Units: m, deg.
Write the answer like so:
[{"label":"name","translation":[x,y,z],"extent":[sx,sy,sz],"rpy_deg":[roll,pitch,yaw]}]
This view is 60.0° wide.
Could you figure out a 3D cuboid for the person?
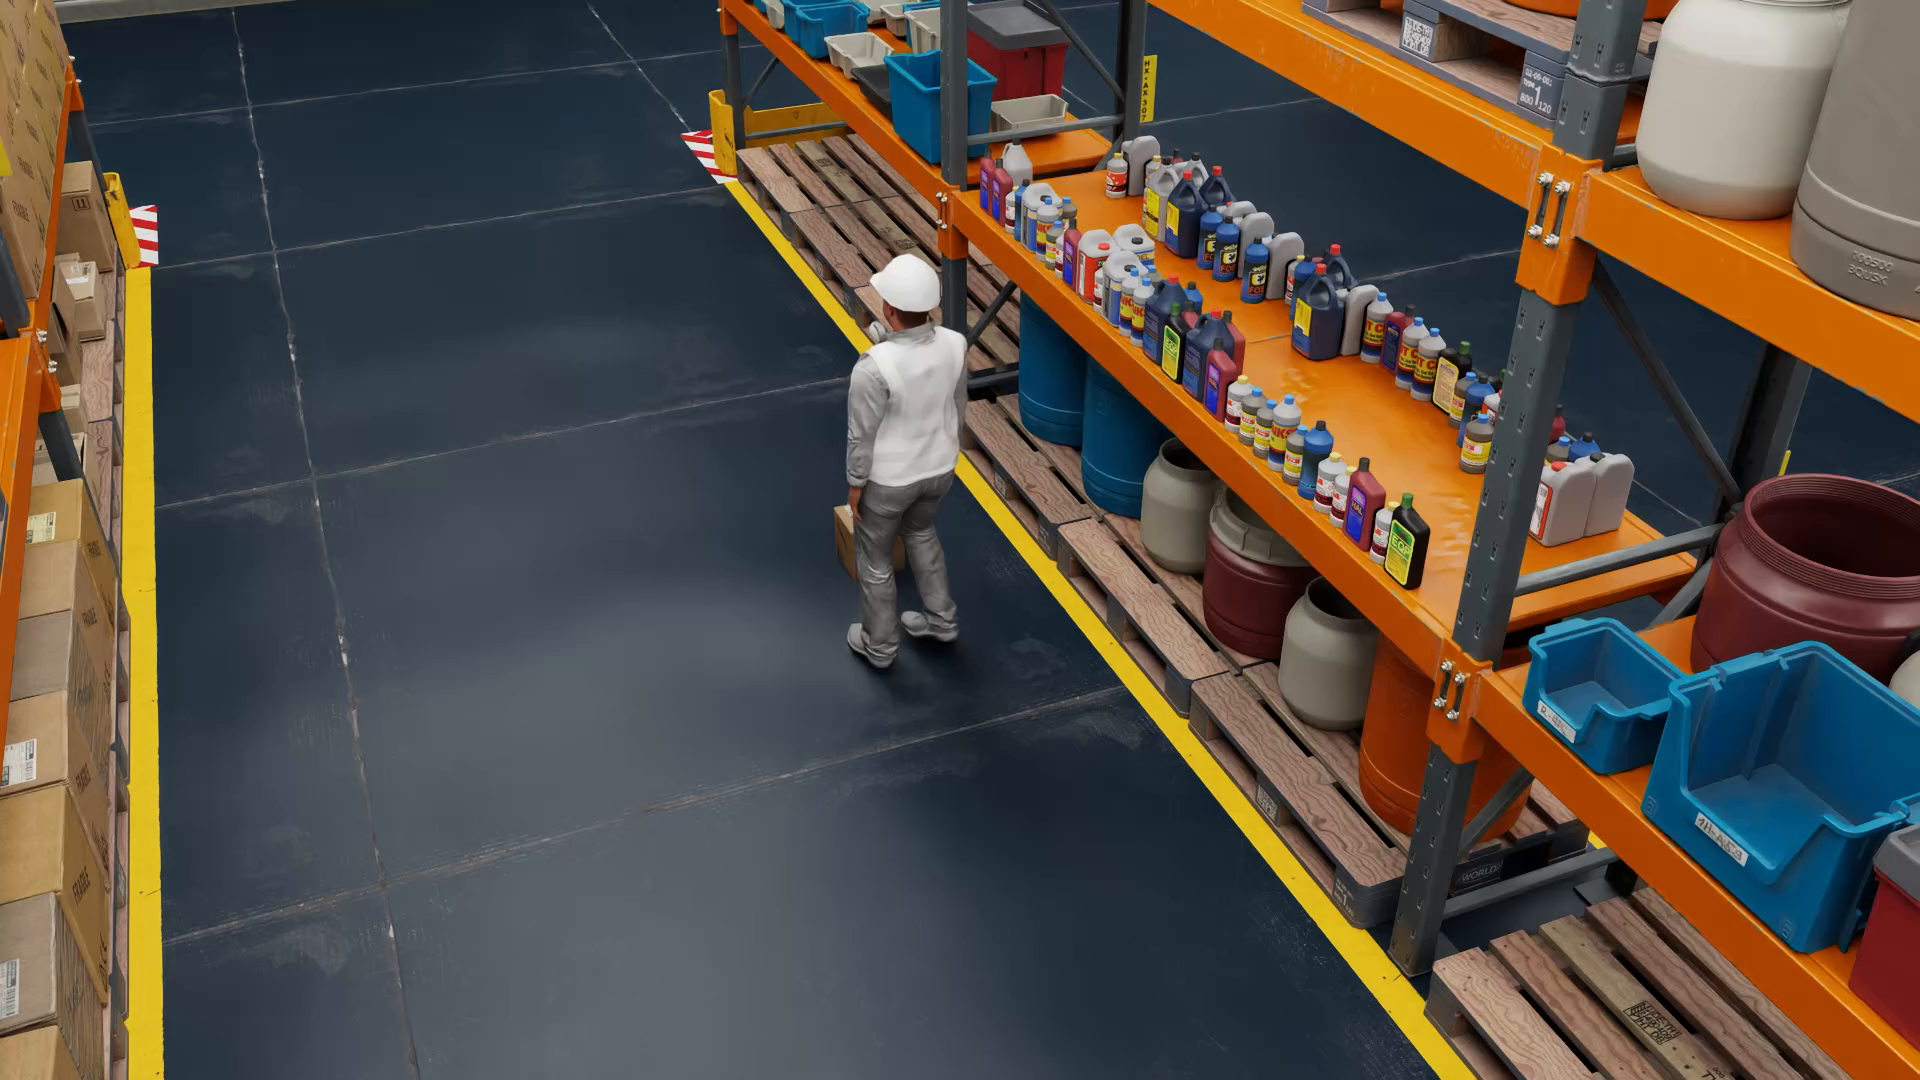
[{"label":"person","translation":[-0.224,-0.300,6.541],"extent":[0.548,1.769,0.410],"rpy_deg":[-21,39,-29]}]
